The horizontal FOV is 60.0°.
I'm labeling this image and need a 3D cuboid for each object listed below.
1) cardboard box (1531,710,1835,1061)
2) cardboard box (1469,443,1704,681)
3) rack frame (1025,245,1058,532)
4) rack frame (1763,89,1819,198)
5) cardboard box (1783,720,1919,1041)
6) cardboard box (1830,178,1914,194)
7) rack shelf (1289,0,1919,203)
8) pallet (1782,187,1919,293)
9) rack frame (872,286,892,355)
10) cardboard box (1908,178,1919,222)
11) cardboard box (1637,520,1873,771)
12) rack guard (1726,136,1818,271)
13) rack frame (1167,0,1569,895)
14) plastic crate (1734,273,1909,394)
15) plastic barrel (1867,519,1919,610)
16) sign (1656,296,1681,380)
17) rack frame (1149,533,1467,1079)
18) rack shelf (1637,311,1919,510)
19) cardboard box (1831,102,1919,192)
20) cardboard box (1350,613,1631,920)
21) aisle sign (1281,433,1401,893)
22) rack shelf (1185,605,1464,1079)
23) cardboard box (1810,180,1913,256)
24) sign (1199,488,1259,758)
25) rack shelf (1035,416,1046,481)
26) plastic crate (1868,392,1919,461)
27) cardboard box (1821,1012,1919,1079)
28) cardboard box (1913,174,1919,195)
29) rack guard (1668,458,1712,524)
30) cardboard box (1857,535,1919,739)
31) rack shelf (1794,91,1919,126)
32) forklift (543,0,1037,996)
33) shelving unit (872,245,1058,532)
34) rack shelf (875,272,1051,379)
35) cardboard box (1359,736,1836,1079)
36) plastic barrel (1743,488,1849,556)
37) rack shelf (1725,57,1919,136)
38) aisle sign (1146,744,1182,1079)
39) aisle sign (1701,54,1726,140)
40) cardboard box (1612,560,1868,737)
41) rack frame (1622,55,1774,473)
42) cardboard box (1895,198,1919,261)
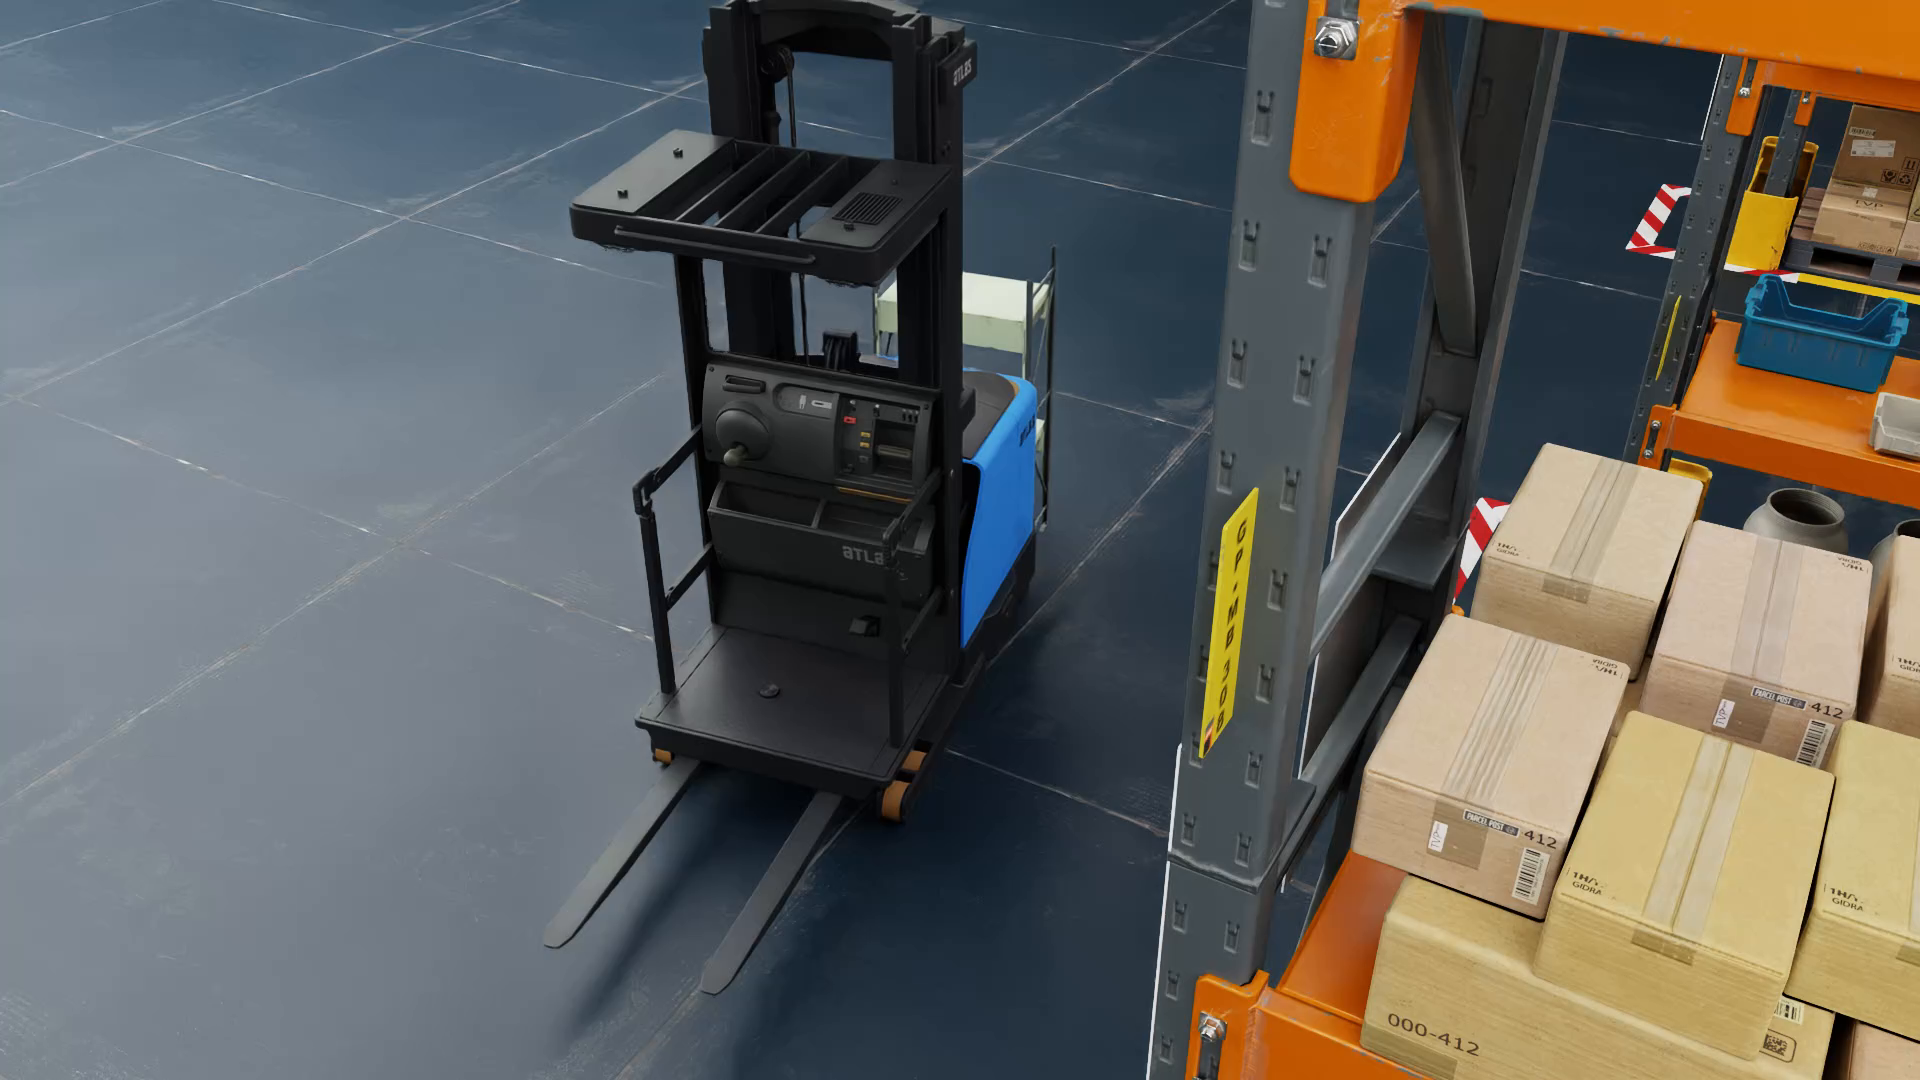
[{"bbox_3d":[0.878,0.403,2.009,0.250,0.149,0.380,18,38,25],"label":"cardboard box"},{"bbox_3d":[0.972,0.024,2.577,0.250,0.149,0.380,18,37,24],"label":"cardboard box"},{"bbox_3d":[0.367,-0.609,7.811,0.023,1.500,0.400,11,35,16],"label":"rack frame"},{"bbox_3d":[5.495,-3.316,10.524,0.127,3.000,1.000,18,37,24],"label":"rack frame"},{"bbox_3d":[1.158,0.413,1.993,0.250,0.149,0.380,17,37,24],"label":"cardboard box"},{"bbox_3d":[6.107,-2.341,11.162,0.500,0.250,0.500,18,37,24],"label":"cardboard box"},{"bbox_3d":[2.313,-0.197,1.078,4.000,0.370,1.077,18,37,24],"label":"rack shelf"},{"bbox_3d":[6.180,-1.966,11.011,1.213,0.211,1.003,18,37,24],"label":"pallet"},{"bbox_3d":[-0.321,-0.746,8.017,0.023,1.500,0.400,11,35,16],"label":"rack frame"},{"bbox_3d":[6.285,-2.268,10.375,0.500,0.500,0.500,18,37,24],"label":"cardboard box"},{"bbox_3d":[1.140,0.152,2.385,0.250,0.149,0.380,16,37,23],"label":"cardboard box"},{"bbox_3d":[5.474,-2.283,11.227,0.348,0.500,1.175,18,37,24],"label":"rack guard"},{"bbox_3d":[0.577,-1.047,1.704,0.127,3.000,1.000,18,37,24],"label":"rack frame"},{"bbox_3d":[3.617,-0.878,6.997,0.616,0.251,0.499,18,37,24],"label":"plastic crate"},{"bbox_3d":[4.079,0.209,7.096,0.421,0.512,0.421,0,34,0],"label":"plastic barrel"},{"bbox_3d":[2.757,-0.785,6.474,0.005,0.325,0.100,18,37,24],"label":"sign"},{"bbox_3d":[0.577,1.450,3.367,0.127,3.000,1.000,18,37,24],"label":"rack frame"},{"bbox_3d":[4.771,-0.084,6.319,4.000,0.370,1.077,18,37,24],"label":"rack shelf"},{"bbox_3d":[6.108,-2.655,10.955,0.500,0.500,0.500,18,37,24],"label":"cardboard box"},{"bbox_3d":[0.701,0.285,2.186,0.250,0.149,0.380,17,37,24],"label":"cardboard box"},{"bbox_3d":[0.672,0.206,2.889,0.004,0.787,0.394,18,37,24],"label":"aisle sign"},{"bbox_3d":[2.313,1.051,1.909,4.000,0.370,1.077,18,37,24],"label":"rack shelf"},{"bbox_3d":[5.850,-2.092,10.787,0.500,0.250,0.500,18,37,24],"label":"cardboard box"},{"bbox_3d":[0.307,0.099,1.901,0.005,0.325,0.100,18,37,24],"label":"sign"},{"bbox_3d":[0.023,-0.406,8.095,0.720,0.370,0.431,11,35,16],"label":"rack shelf"},{"bbox_3d":[3.651,-0.423,6.417,0.250,0.136,0.298,18,37,24],"label":"plastic crate"},{"bbox_3d":[1.317,0.659,1.983,0.500,0.250,0.500,17,37,23],"label":"cardboard box"},{"bbox_3d":[6.547,-2.210,10.964,0.500,0.250,0.500,18,37,24],"label":"cardboard box"},{"bbox_3d":[3.123,0.105,7.641,0.348,0.500,1.175,18,37,24],"label":"rack guard"},{"bbox_3d":[1.432,0.174,2.351,0.250,0.149,0.380,16,37,22],"label":"cardboard box"},{"bbox_3d":[7.232,-2.467,9.897,4.000,0.370,1.077,18,37,24],"label":"rack shelf"},{"bbox_3d":[-0.619,-0.364,6.152,1.130,2.935,3.031,11,35,16],"label":"forklift"},{"bbox_3d":[0.023,-0.678,7.914,0.755,1.500,0.431,11,35,16],"label":"shelving unit"},{"bbox_3d":[0.023,-1.003,7.698,0.720,0.370,0.431,11,35,16],"label":"rack shelf"},{"bbox_3d":[0.867,0.520,2.191,0.500,0.250,0.500,19,38,26],"label":"cardboard box"},{"bbox_3d":[3.643,0.071,7.303,0.421,0.512,0.421,0,34,0],"label":"plastic barrel"},{"bbox_3d":[4.771,-1.333,5.488,4.000,0.370,1.077,18,37,24],"label":"rack shelf"},{"bbox_3d":[0.374,0.495,2.455,0.004,0.787,0.394,18,37,24],"label":"aisle sign"},{"bbox_3d":[2.826,-1.895,6.043,0.004,0.787,0.394,18,37,24],"label":"aisle sign"},{"bbox_3d":[1.121,0.274,2.561,0.500,0.250,0.500,18,38,25],"label":"cardboard box"},{"bbox_3d":[3.034,-0.934,6.946,0.127,3.000,1.000,18,37,24],"label":"rack frame"},{"bbox_3d":[6.286,-1.956,10.584,0.500,0.250,0.500,18,37,24],"label":"cardboard box"}]
